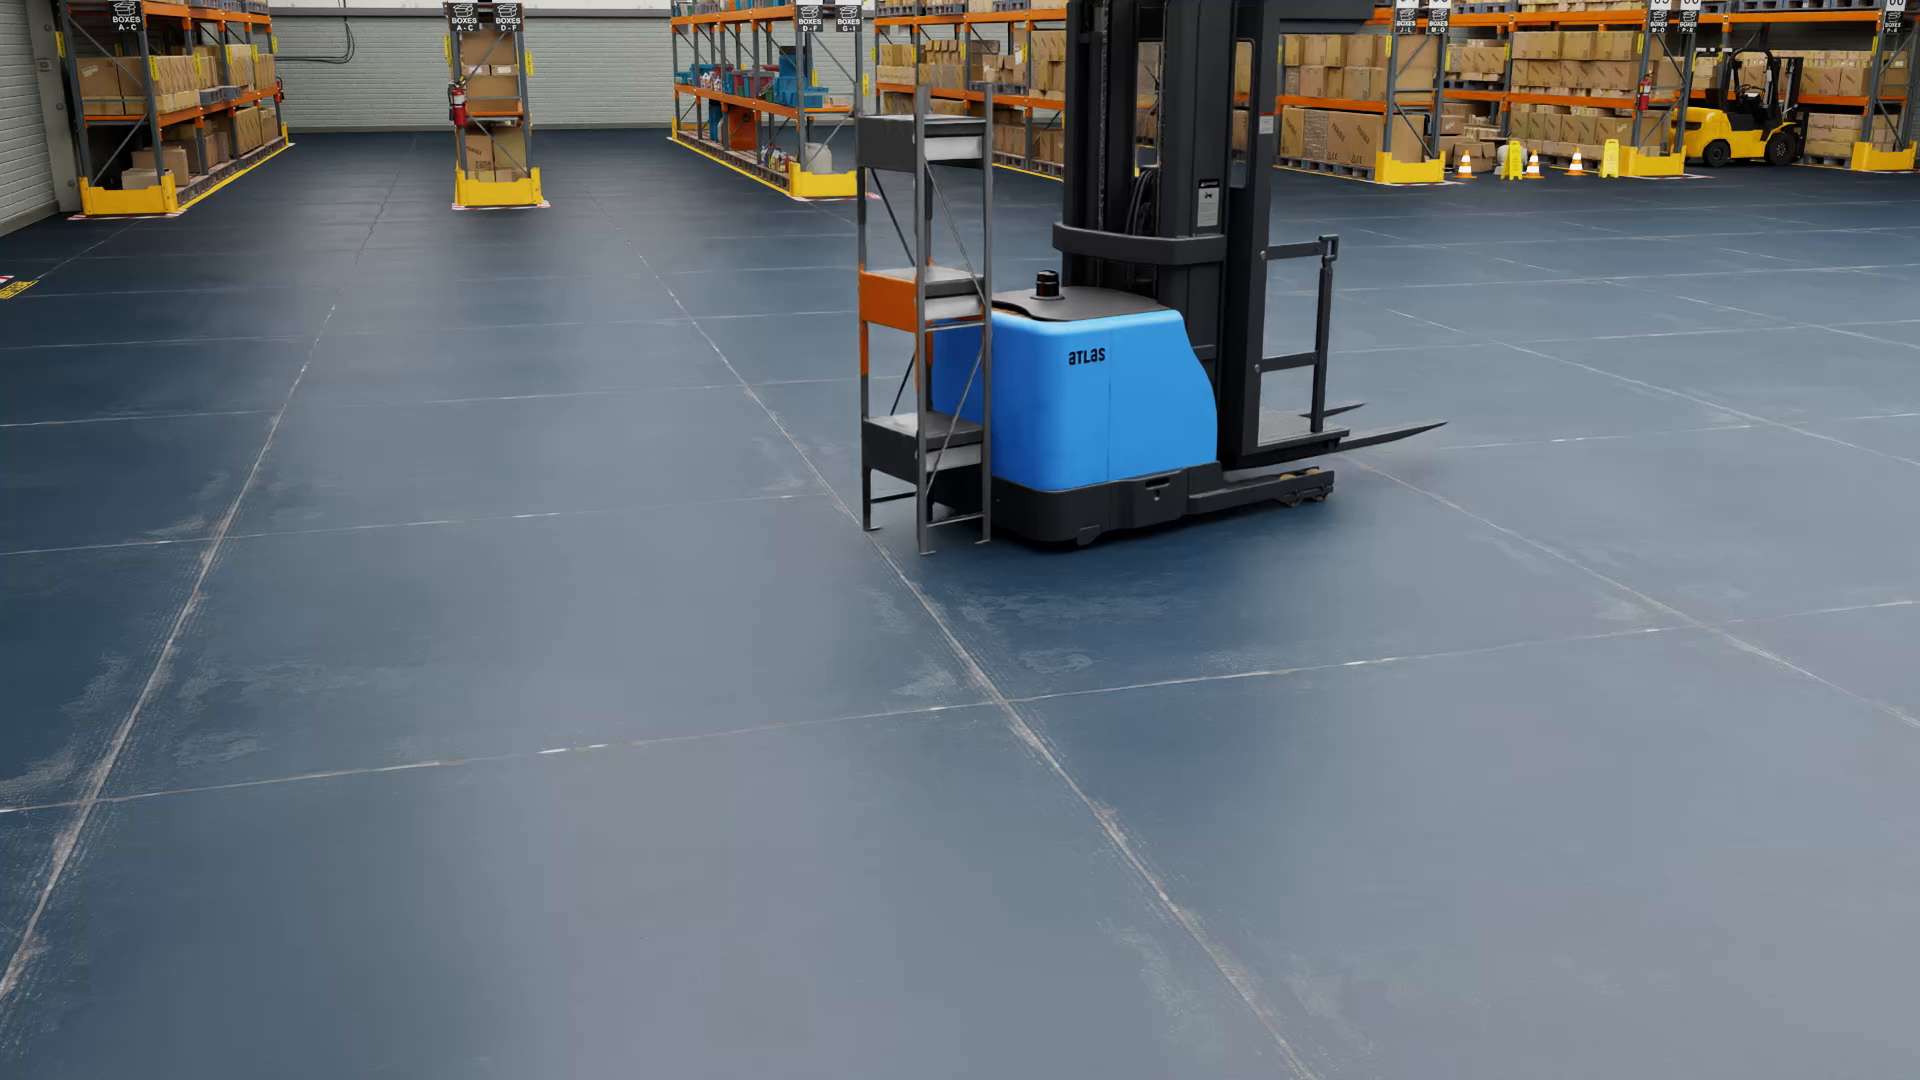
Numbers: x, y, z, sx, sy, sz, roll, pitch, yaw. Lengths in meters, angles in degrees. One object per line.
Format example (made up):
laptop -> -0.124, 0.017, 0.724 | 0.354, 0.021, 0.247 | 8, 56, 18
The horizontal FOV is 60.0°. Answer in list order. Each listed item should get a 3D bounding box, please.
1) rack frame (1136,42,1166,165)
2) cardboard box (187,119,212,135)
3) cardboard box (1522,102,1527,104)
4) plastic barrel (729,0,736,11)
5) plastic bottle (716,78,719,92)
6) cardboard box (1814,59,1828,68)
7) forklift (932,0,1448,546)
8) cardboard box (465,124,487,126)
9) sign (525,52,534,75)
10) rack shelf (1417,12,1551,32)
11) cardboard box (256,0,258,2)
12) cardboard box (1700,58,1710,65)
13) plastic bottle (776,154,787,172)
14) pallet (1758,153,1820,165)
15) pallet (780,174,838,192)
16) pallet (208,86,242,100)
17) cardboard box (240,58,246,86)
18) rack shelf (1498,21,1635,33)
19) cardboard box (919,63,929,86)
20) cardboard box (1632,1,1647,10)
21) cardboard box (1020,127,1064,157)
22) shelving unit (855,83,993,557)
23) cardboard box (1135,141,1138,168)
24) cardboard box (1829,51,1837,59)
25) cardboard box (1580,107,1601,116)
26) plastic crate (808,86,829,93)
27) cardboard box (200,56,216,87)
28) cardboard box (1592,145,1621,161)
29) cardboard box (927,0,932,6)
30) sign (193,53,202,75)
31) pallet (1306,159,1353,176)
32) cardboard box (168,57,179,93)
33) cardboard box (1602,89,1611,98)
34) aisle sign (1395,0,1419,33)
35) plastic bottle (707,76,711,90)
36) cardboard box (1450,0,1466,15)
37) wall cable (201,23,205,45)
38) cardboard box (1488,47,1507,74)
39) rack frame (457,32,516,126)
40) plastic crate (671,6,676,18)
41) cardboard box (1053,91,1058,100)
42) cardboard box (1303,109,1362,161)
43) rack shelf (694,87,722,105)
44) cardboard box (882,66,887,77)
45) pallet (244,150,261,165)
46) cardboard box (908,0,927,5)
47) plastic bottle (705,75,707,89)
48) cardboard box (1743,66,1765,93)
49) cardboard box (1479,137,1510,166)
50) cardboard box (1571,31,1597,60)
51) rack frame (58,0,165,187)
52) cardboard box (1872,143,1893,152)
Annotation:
rack frame -> 2.793, -7.144, 26.521 | 1.000, 3.000, 0.127 | -5, 17, -15
cardboard box -> -13.349, -7.197, 28.974 | 0.500, 0.250, 0.500 | -4, 17, -14
cardboard box -> 13.958, -10.619, 40.578 | 0.380, 0.149, 0.250 | -5, 17, -16
plastic barrel -> -3.971, -10.182, 30.675 | 0.600, 0.830, 0.708 | -5, 17, -15
plastic bottle -> -4.874, -9.187, 33.545 | 0.097, 0.271, 0.097 | 0, 17, 0
cardboard box -> 16.441, -9.038, 31.524 | 0.380, 0.149, 0.250 | -5, 18, -17
forklift -> 1.331, -1.687, 8.473 | 3.031, 2.935, 1.130 | -11, 20, -33
cardboard box -> -8.006, -6.559, 27.318 | 0.500, 0.500, 0.500 | -5, 17, -15
sign -> -6.198, -6.857, 23.921 | 0.100, 0.325, 0.005 | -5, 17, -15
rack shelf -> 10.672, -10.679, 34.326 | 1.077, 0.370, 4.000 | -5, 17, -15
cardboard box -> -15.004, -11.398, 34.824 | 0.500, 0.250, 0.500 | -5, 17, -17
cardboard box -> 15.598, -9.933, 34.504 | 0.380, 0.149, 0.250 | -5, 17, -16
plastic bottle -> -2.939, -6.204, 27.361 | 0.152, 0.276, 0.135 | -5, 17, -15
pallet -> 16.511, -7.530, 32.655 | 1.003, 0.211, 1.213 | -5, 17, -15
pallet -> -2.254, -5.659, 26.425 | 1.003, 0.211, 1.213 | -5, 17, -15
pallet -> -13.395, -7.901, 29.376 | 1.213, 0.211, 1.003 | -5, 17, -15
cardboard box -> -14.002, -8.963, 31.850 | 0.500, 0.500, 0.500 | -4, 17, -14
rack shelf -> 14.345, -12.179, 39.319 | 1.077, 0.370, 4.000 | -5, 17, -15
cardboard box -> -0.619, -10.364, 37.067 | 0.500, 0.500, 0.500 | -5, 17, -15
cardboard box -> 11.954, -9.320, 28.989 | 0.380, 0.149, 0.250 | -5, 17, -15
cardboard box -> 1.545, -7.435, 31.071 | 0.700, 0.500, 0.500 | -6, 18, -20
shelving unit -> -0.164, -1.020, 7.697 | 0.431, 2.100, 0.503 | -11, 20, -33
cardboard box -> 2.637, -6.322, 27.399 | 0.500, 0.500, 0.500 | -1, 17, -5
cardboard box -> 16.599, -9.115, 31.264 | 0.380, 0.149, 0.250 | -5, 17, -15
cardboard box -> 11.619, -7.848, 30.485 | 0.380, 0.149, 0.250 | -4, 17, -14
plastic crate -> -2.504, -7.503, 27.974 | 0.499, 0.251, 0.616 | -5, 17, -15
cardboard box -> -13.375, -8.159, 28.961 | 0.700, 0.500, 0.500 | -6, 18, -20
cardboard box -> 11.834, -7.021, 30.160 | 0.500, 0.250, 0.500 | -5, 17, -16
cardboard box -> -0.336, -11.989, 36.533 | 0.700, 0.500, 0.500 | -4, 17, -14
sign -> -12.075, -7.535, 26.318 | 0.100, 0.325, 0.005 | -5, 17, -15
pallet -> 6.963, -6.724, 29.971 | 1.003, 0.211, 1.213 | -5, 17, -15
cardboard box -> -11.600, -6.703, 23.974 | 0.500, 0.500, 0.500 | -5, 18, -17
cardboard box -> 11.787, -8.028, 29.899 | 0.380, 0.149, 0.250 | -5, 17, -16
aisle sign -> 7.321, -8.710, 27.215 | 0.394, 0.787, 0.004 | -5, 17, -15
plastic bottle -> -5.188, -9.534, 34.692 | 0.152, 0.276, 0.135 | -5, 17, -15
cardboard box -> 10.569, -11.207, 34.652 | 0.797, 0.503, 0.637 | -5, 17, -15
wall cable -> -17.154, -11.161, 38.127 | 0.084, 1.984, 1.851 | -5, 17, -15
cardboard box -> 10.874, -9.535, 33.060 | 0.500, 0.500, 0.500 | -5, 17, -16
rack frame -> -8.932, -8.575, 31.284 | 1.000, 3.000, 0.127 | -5, 17, -15
plastic crate -> -6.529, -12.423, 39.110 | 0.497, 0.269, 0.590 | -5, 17, -15
cardboard box -> 1.831, -7.703, 28.818 | 0.380, 0.149, 0.250 | -5, 17, -15
cardboard box -> 6.847, -7.370, 30.235 | 0.875, 0.875, 0.875 | -5, 17, -15
rack shelf -> -4.718, -9.174, 34.529 | 1.077, 0.370, 4.000 | -5, 17, -15
cardboard box -> -1.583, -11.343, 40.243 | 0.500, 0.250, 0.500 | -5, 17, -16
pallet -> -14.170, -7.407, 32.245 | 1.003, 0.211, 1.213 | -5, 17, -15
cardboard box -> -0.778, -12.408, 37.755 | 0.700, 0.500, 0.500 | -6, 18, -19
plastic bottle -> -5.333, -9.635, 35.016 | 0.061, 0.283, 0.133 | -5, 17, -15
cardboard box -> 16.023, -9.189, 33.155 | 0.500, 0.500, 0.500 | -4, 17, -14
cardboard box -> 10.208, -7.434, 31.827 | 0.500, 0.500, 0.500 | 7, 18, 23
cardboard box -> 11.600, -8.994, 30.251 | 0.700, 0.500, 0.500 | -5, 17, -16
rack frame -> -11.495, -5.969, 22.610 | 1.000, 3.000, 0.127 | -5, 17, -15
cardboard box -> 17.146, -7.356, 31.278 | 0.500, 0.250, 0.500 | -5, 17, -15
